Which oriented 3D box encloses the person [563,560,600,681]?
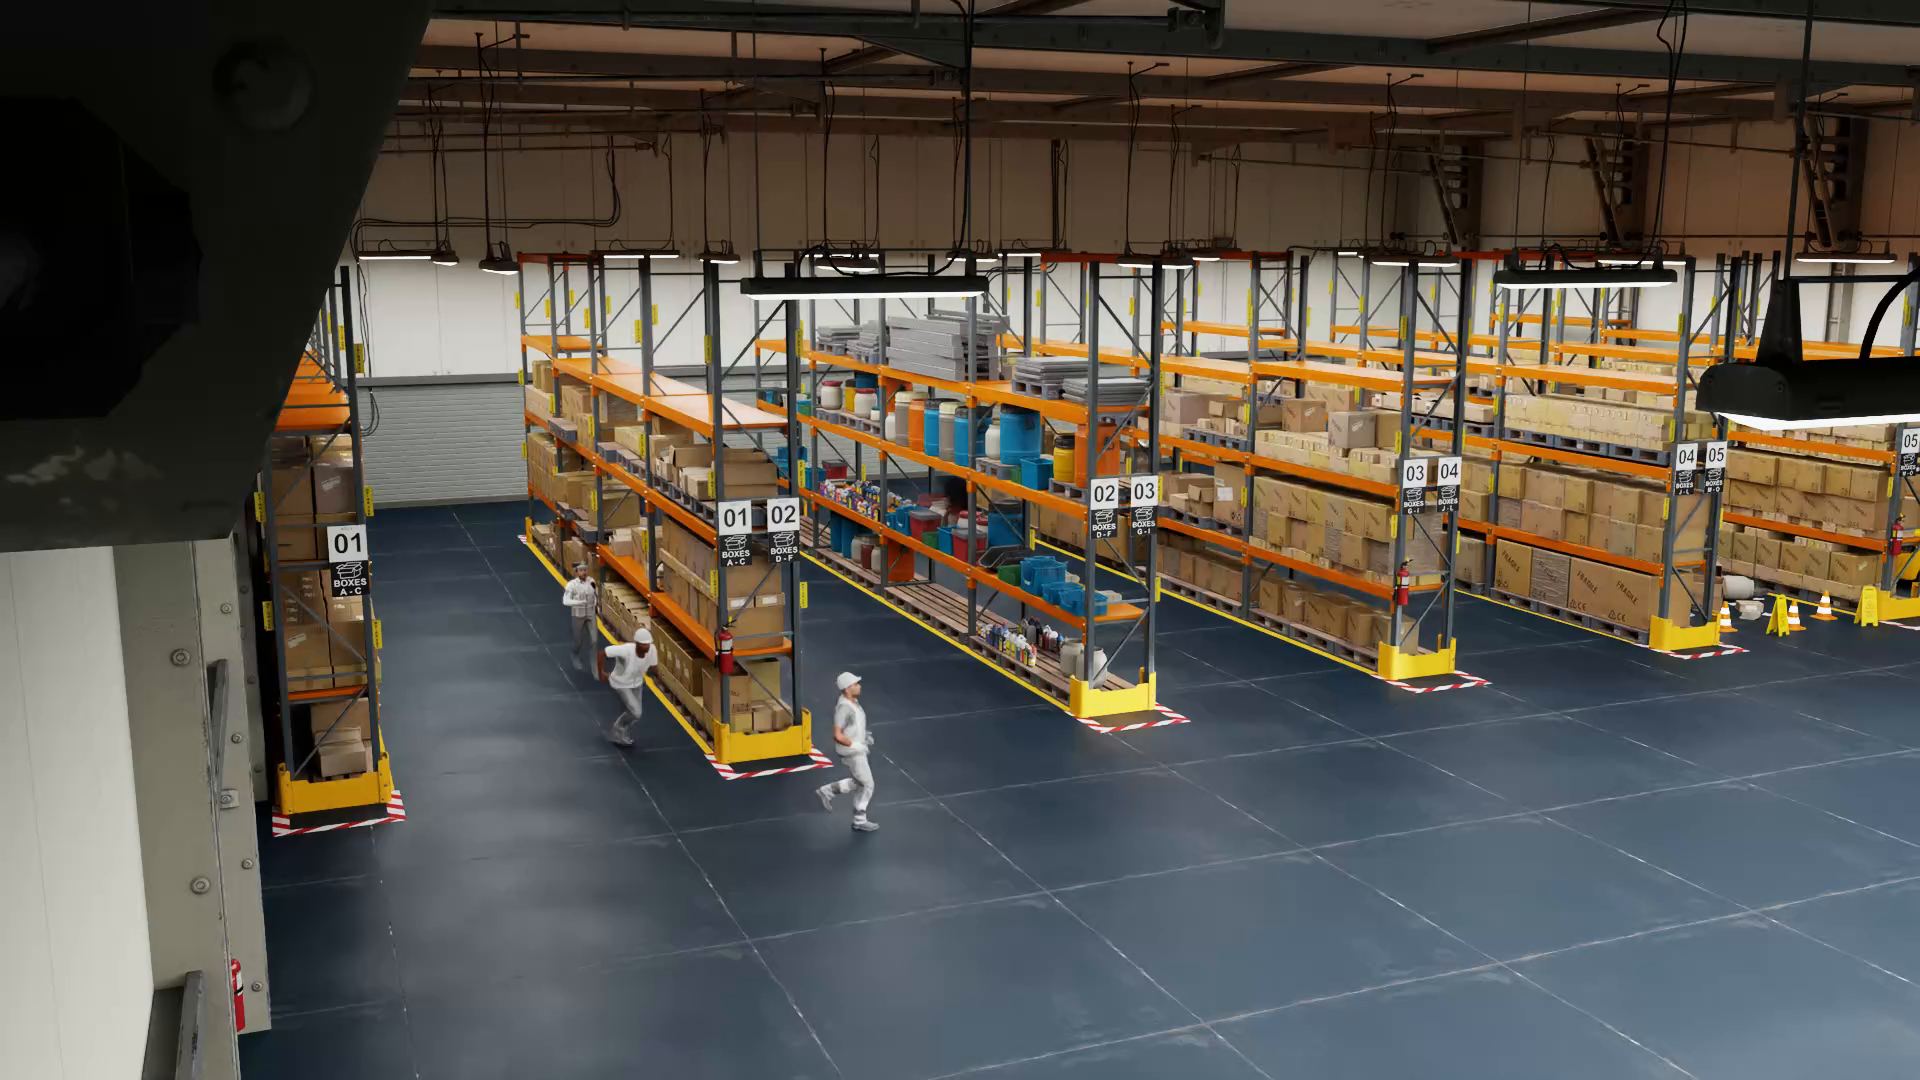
[{"bbox_3d":[-5.453,1.122,24.094,0.606,1.717,0.874,-6,12,-30],"label":"person"}]

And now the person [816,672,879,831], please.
[{"bbox_3d":[-1.220,2.271,17.828,0.690,1.752,0.655,0,10,1],"label":"person"}]

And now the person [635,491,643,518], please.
[{"bbox_3d":[-7.174,-0.922,35.768,0.715,1.631,0.681,6,12,32],"label":"person"}]

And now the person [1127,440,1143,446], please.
[{"bbox_3d":[4.299,-1.914,41.061,0.621,1.673,0.710,8,13,38],"label":"person"}]

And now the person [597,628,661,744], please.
[{"bbox_3d":[-4.097,1.833,20.577,0.895,1.578,0.739,9,14,41],"label":"person"}]
